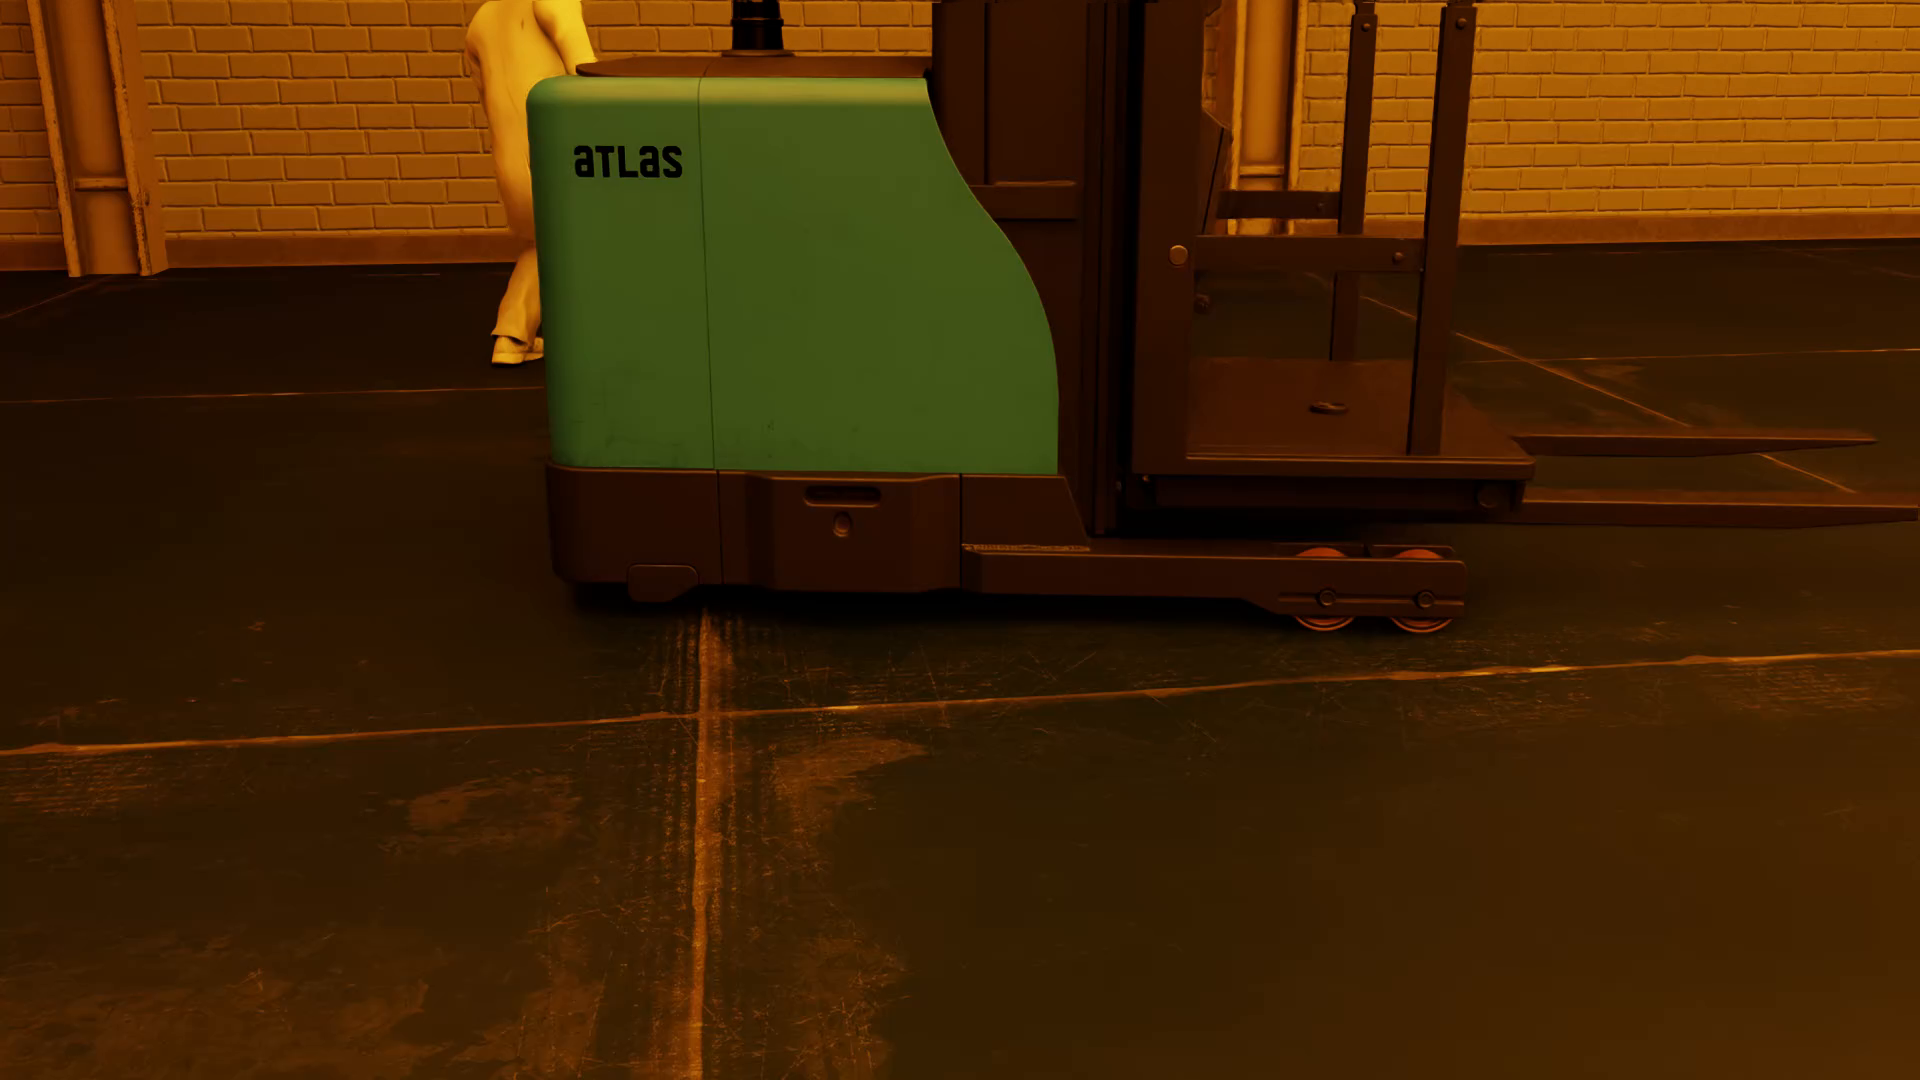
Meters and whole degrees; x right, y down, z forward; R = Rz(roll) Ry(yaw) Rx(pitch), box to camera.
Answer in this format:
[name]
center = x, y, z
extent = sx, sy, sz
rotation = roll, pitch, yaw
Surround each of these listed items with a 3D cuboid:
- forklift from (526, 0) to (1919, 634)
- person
[forklift]
center = 0.676, -1.374, 3.446
extent = 3.031, 2.935, 1.130
rotation = 1, 17, 3
[person]
center = -1.405, -1.432, 6.060
extent = 0.808, 1.570, 0.801
rotation = 6, 18, 19
